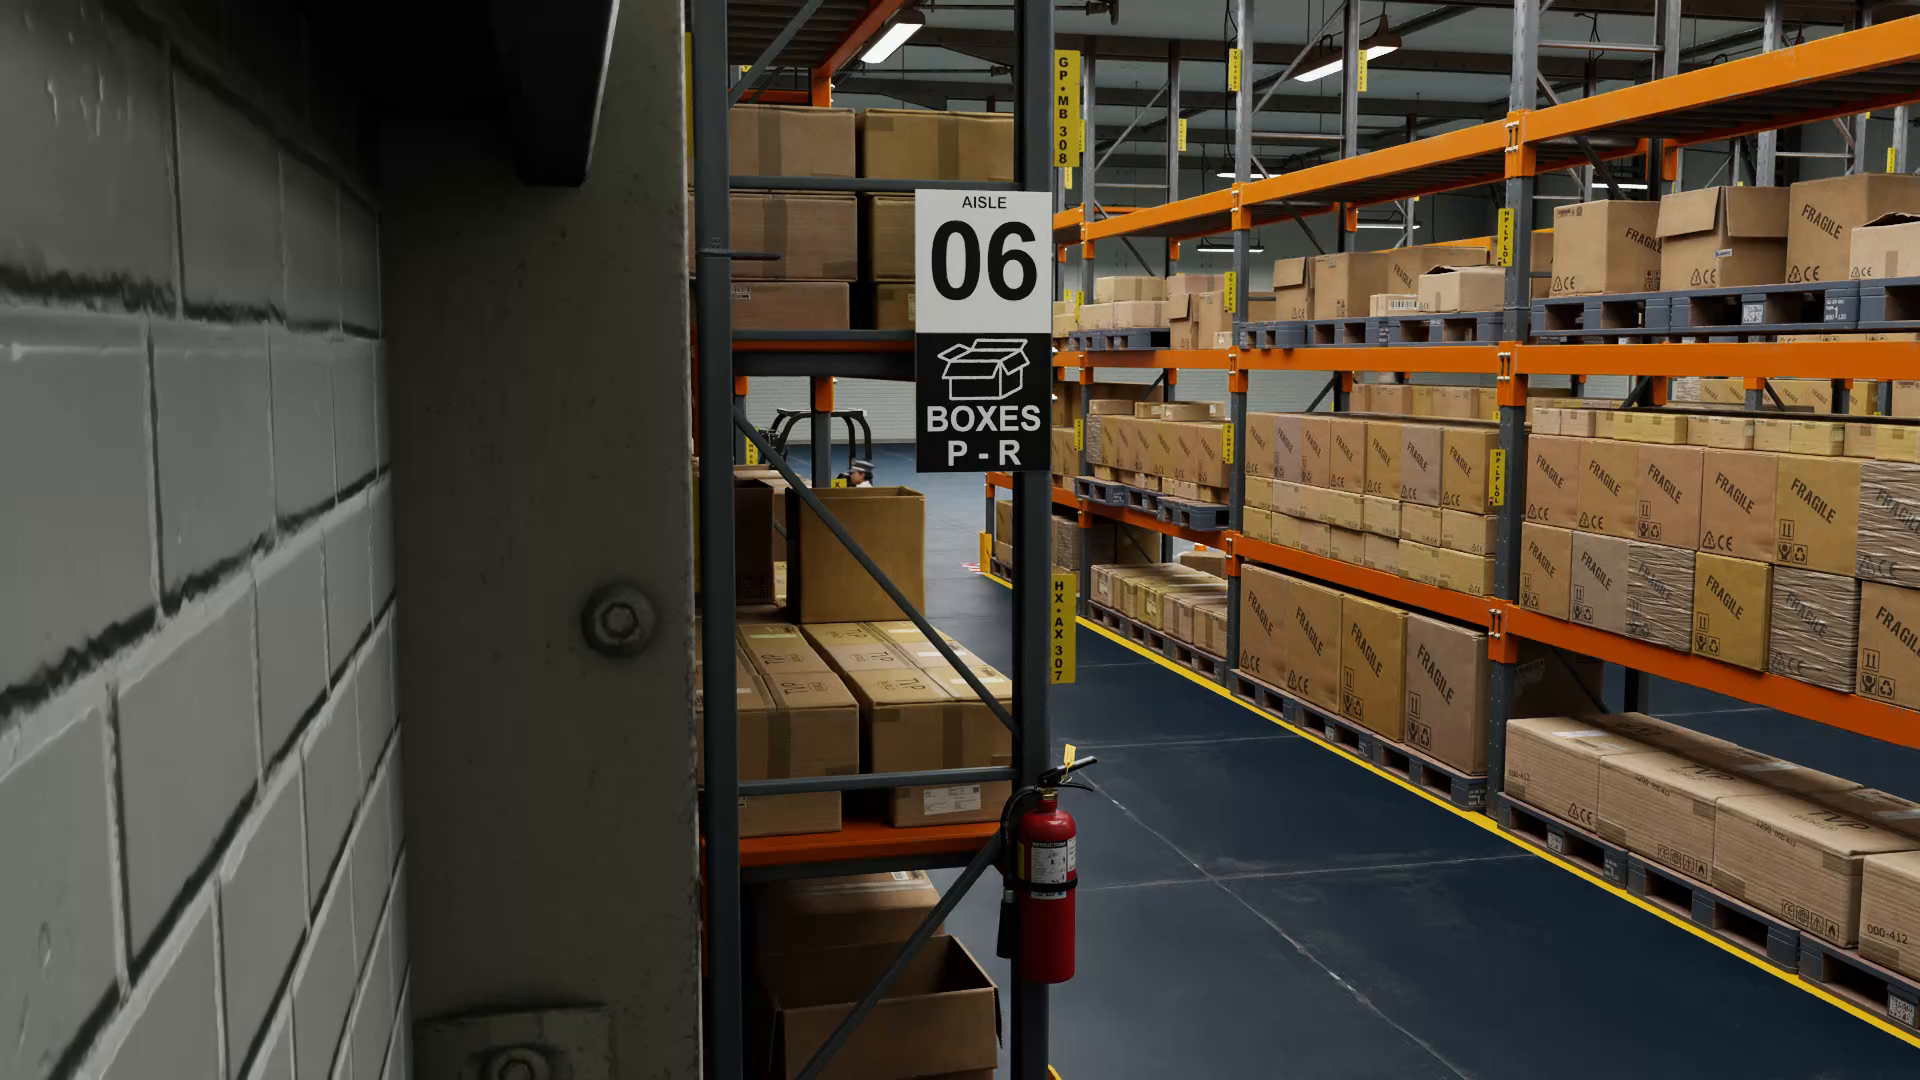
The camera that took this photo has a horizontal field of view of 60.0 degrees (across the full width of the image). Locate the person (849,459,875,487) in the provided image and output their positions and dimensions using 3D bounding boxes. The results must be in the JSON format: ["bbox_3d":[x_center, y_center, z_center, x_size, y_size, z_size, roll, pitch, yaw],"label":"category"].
[{"bbox_3d":[-1.069,-0.013,17.502,0.411,1.684,0.500,-2,6,-15],"label":"person"}]
